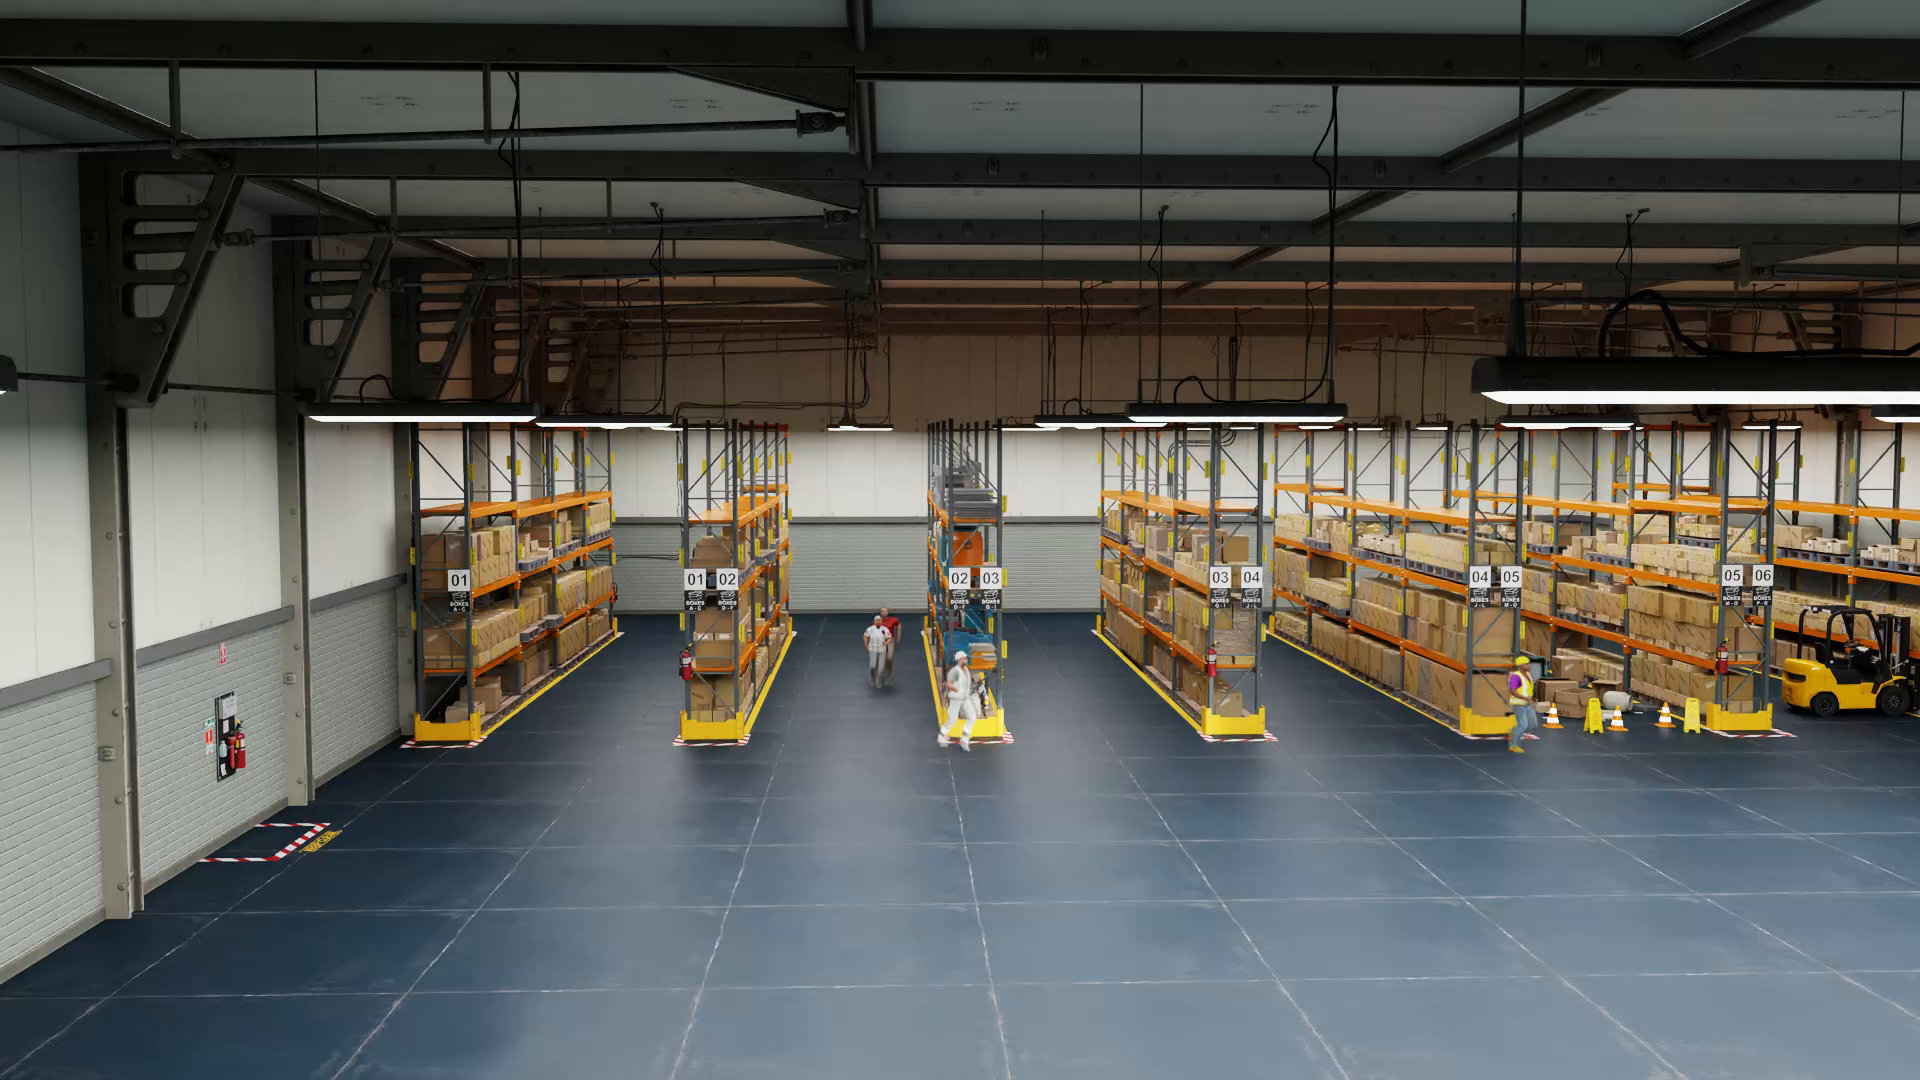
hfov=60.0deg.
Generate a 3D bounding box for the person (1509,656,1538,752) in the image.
[{"bbox_3d":[10.125,2.945,29.858,0.738,1.727,0.594,-4,5,-45],"label":"person"}]

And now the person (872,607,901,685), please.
[{"bbox_3d":[-1.702,2.422,38.243,0.672,1.785,0.930,0,4,2],"label":"person"}]

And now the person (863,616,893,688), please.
[{"bbox_3d":[-1.829,2.509,37.256,0.658,1.635,0.546,0,4,-5],"label":"person"}]

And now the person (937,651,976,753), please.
[{"bbox_3d":[-0.025,2.912,30.120,0.704,1.801,0.692,3,5,40],"label":"person"}]

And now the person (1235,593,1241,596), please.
[{"bbox_3d":[8.078,1.896,47.892,0.576,1.525,0.530,2,4,24],"label":"person"}]
